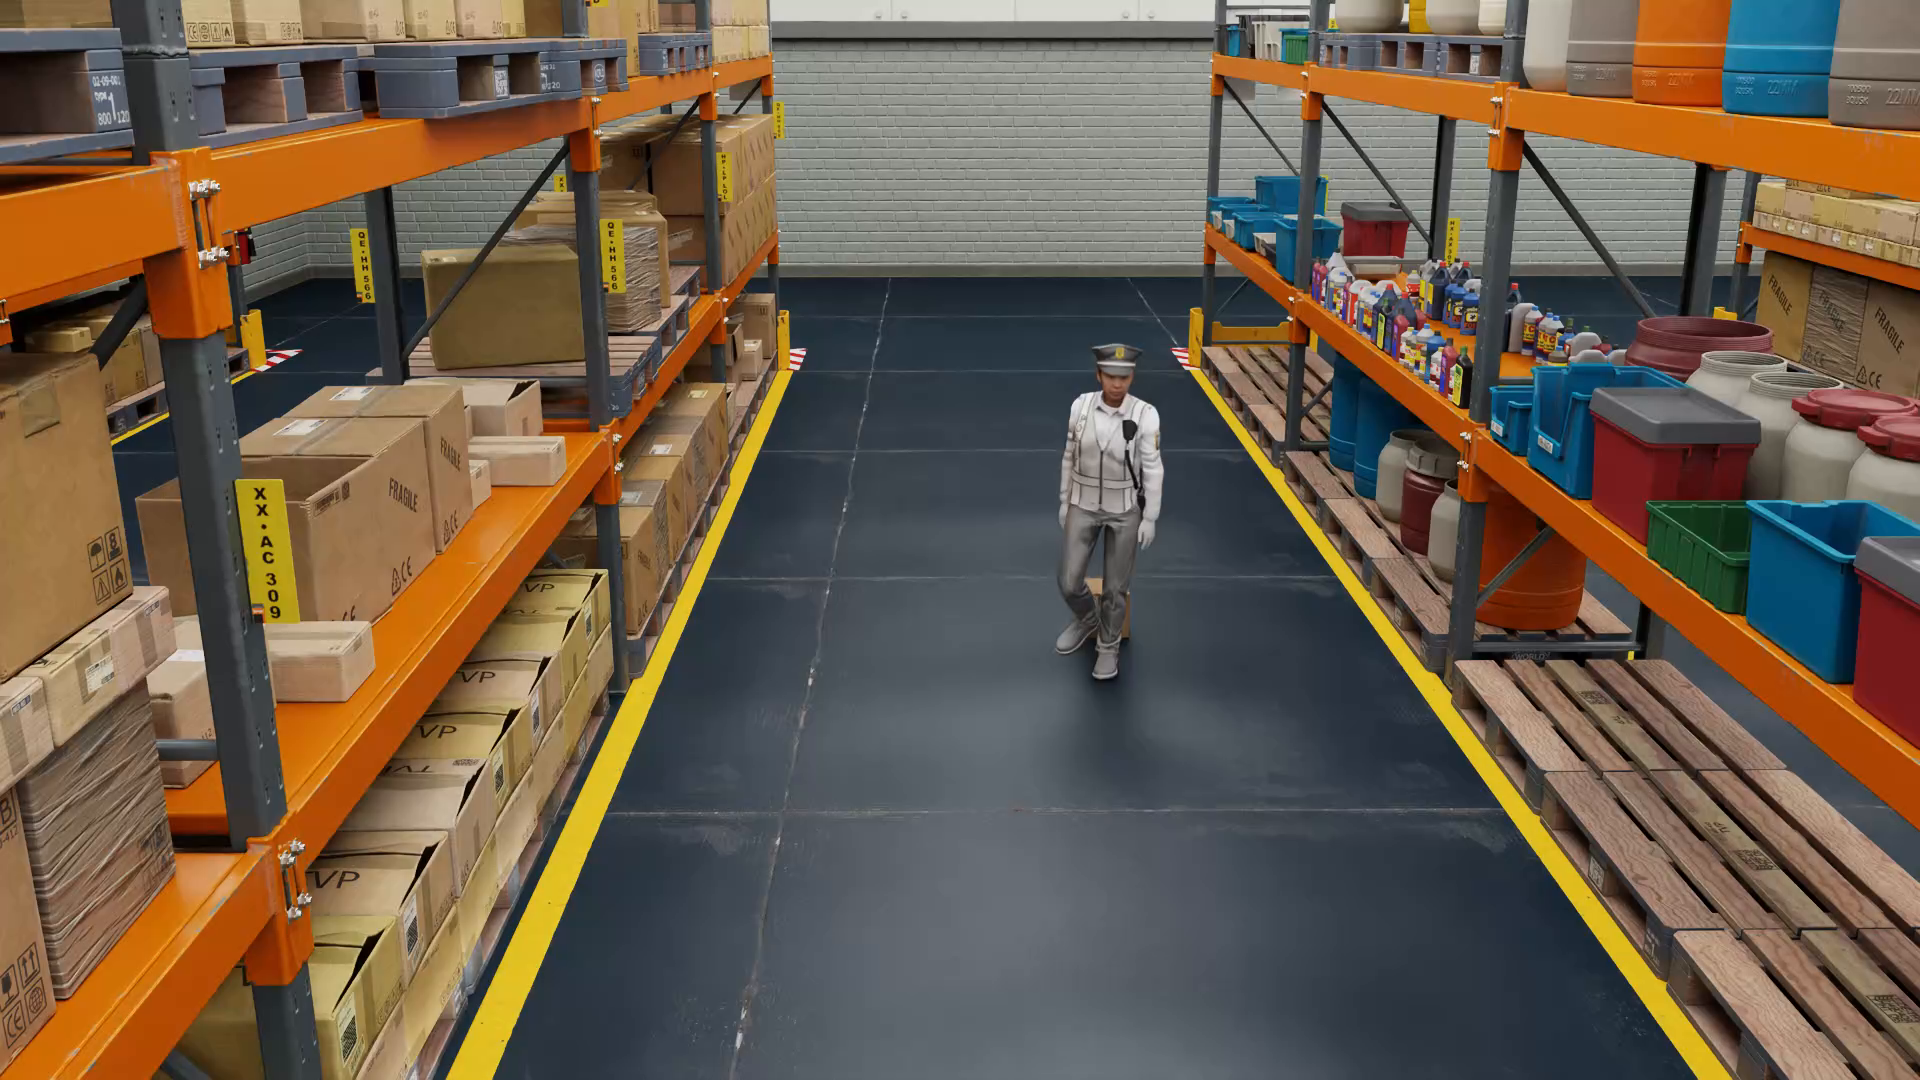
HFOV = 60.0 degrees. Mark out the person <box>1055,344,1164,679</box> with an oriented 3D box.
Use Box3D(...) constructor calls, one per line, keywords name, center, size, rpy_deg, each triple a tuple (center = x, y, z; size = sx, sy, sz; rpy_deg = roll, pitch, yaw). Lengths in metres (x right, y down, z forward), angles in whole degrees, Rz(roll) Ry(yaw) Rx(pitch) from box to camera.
Box3D(name="person", center=(0.709, -0.142, 7.938), size=(0.524, 1.668, 0.459), rpy_deg=(4, 18, 14))
